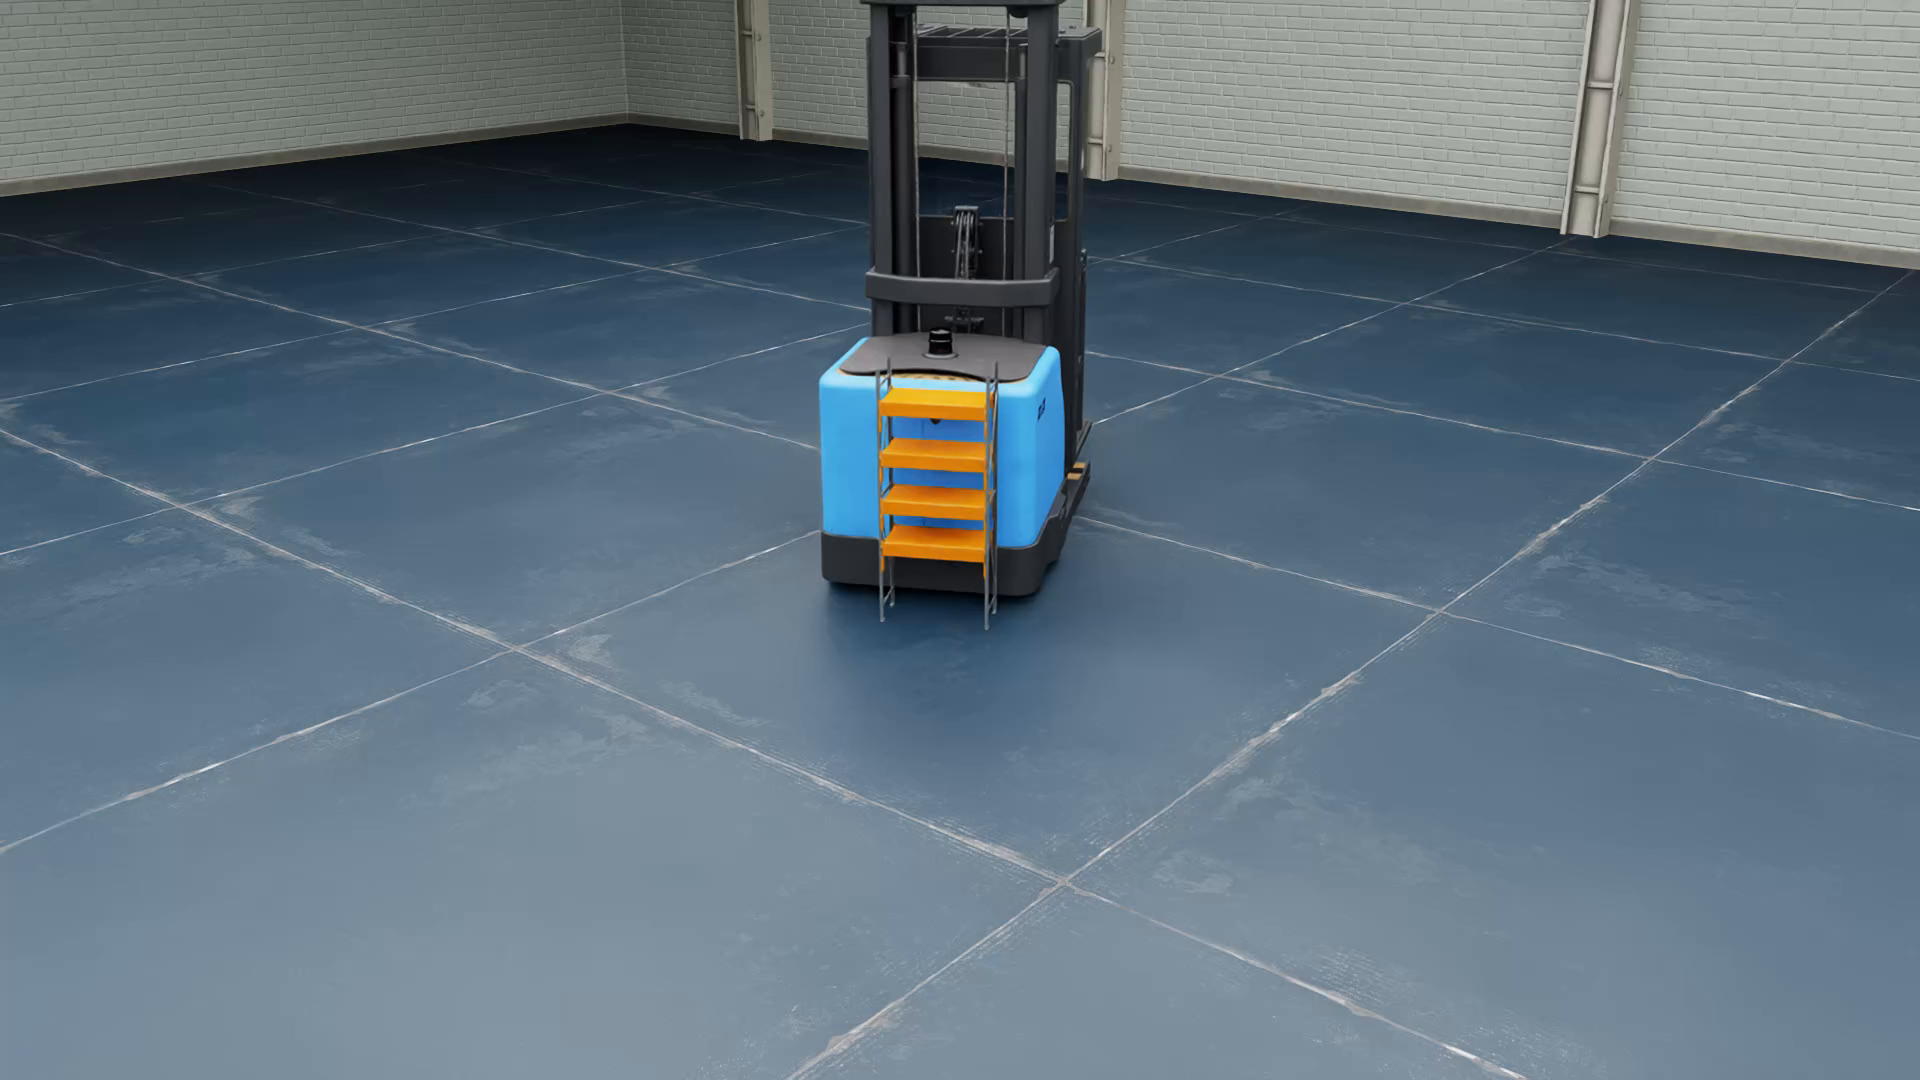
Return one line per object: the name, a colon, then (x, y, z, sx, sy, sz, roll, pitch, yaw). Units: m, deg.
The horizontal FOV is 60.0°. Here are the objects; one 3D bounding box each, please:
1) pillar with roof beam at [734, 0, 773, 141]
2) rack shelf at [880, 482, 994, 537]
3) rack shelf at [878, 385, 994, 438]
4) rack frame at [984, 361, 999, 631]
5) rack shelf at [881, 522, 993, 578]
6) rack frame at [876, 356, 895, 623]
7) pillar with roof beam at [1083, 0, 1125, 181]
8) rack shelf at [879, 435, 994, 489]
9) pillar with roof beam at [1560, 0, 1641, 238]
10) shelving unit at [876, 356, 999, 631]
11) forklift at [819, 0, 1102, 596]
pillar with roof beam: (-5.659, -8.830, 19.330, 0.400, 9.000, 9.100, 16, 26, 36)
rack shelf: (-0.098, -0.141, 7.533, 0.480, 0.148, 0.258, 4, 21, 10)
rack shelf: (-0.098, -0.572, 7.371, 0.480, 0.148, 0.258, 4, 21, 10)
rack frame: (0.141, -0.188, 7.467, 0.015, 1.200, 0.240, 4, 21, 10)
rack shelf: (-0.098, 0.044, 7.603, 0.480, 0.148, 0.258, 4, 21, 10)
rack frame: (-0.338, -0.220, 7.552, 0.015, 1.200, 0.240, 4, 21, 10)
pillar with roof beam: (-1.011, -7.491, 15.780, 0.400, 9.000, 9.100, 16, 26, 36)
rack shelf: (-0.098, -0.351, 7.454, 0.480, 0.148, 0.258, 4, 21, 10)
pillar with roof beam: (3.638, -6.153, 12.230, 0.400, 9.000, 9.100, 16, 26, 36)
shelving unit: (-0.098, -0.204, 7.509, 0.503, 1.200, 0.258, 4, 21, 10)
forklift: (0.127, -1.595, 8.745, 1.130, 2.935, 3.031, 4, 21, 11)
